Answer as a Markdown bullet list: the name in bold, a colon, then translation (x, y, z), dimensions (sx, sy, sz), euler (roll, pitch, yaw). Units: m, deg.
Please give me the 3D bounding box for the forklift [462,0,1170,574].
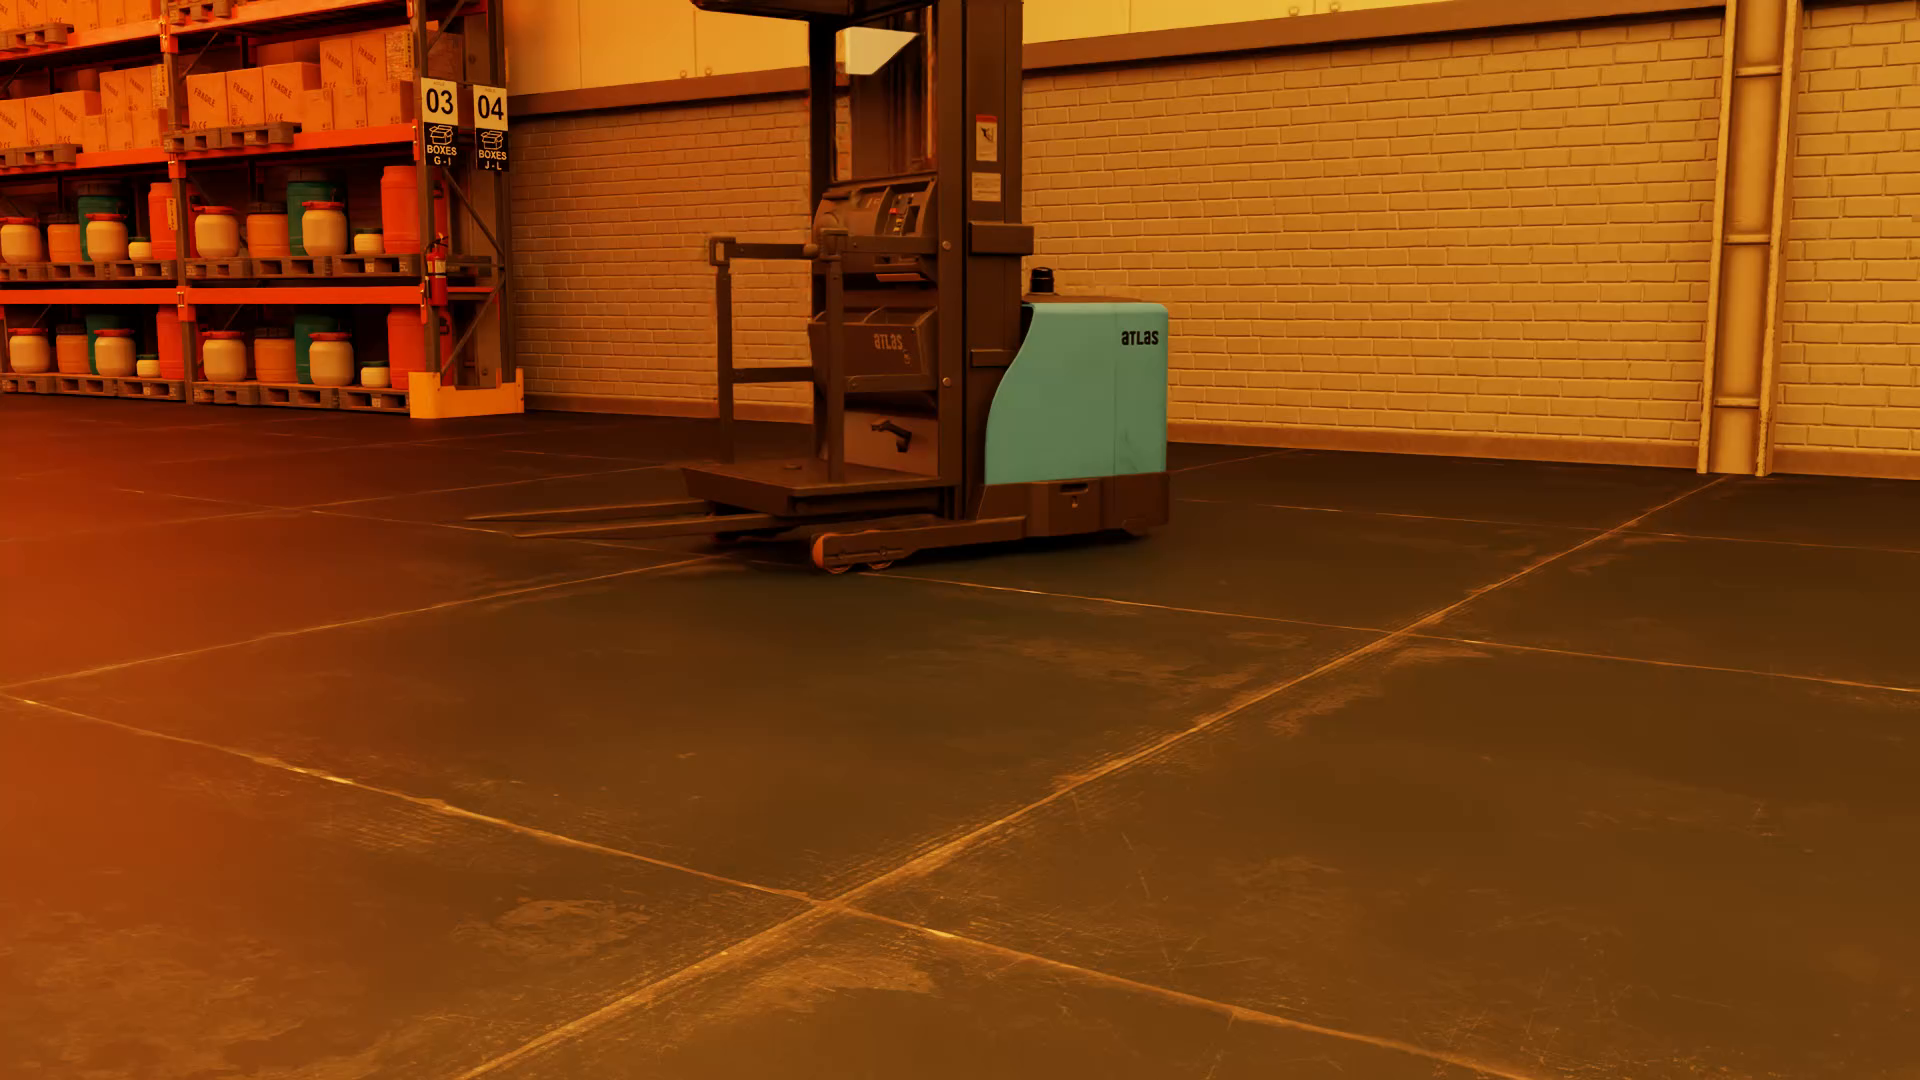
- **forklift**: translation (-0.549, -1.399, 7.034), dimensions (3.031, 2.935, 1.130), euler (-5, 10, -33)
